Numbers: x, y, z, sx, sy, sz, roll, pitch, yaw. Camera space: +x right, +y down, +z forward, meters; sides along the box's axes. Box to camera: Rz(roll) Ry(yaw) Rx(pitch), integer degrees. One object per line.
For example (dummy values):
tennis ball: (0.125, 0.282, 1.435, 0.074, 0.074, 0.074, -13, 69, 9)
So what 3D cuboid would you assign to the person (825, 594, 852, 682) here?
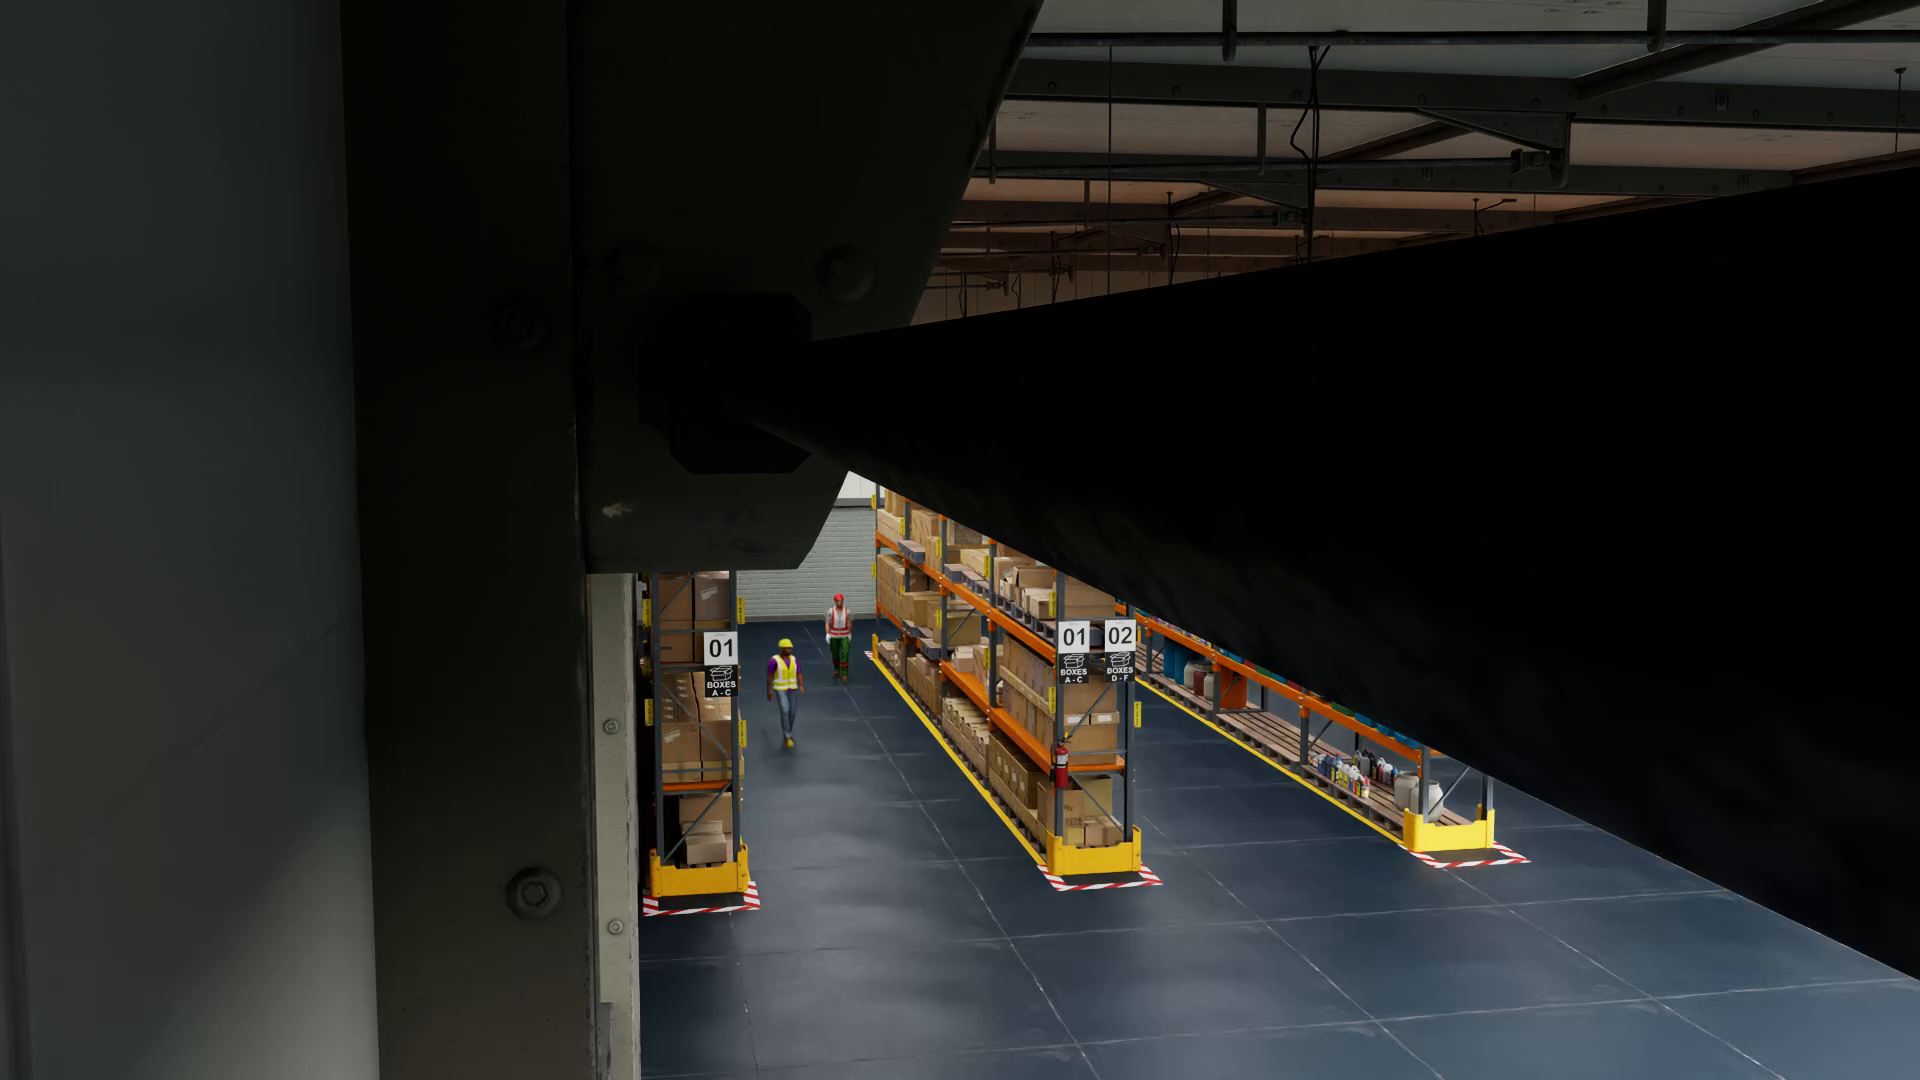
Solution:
person: (-2.465, 1.965, 33.887, 0.556, 1.724, 1.041, -1, 6, -6)

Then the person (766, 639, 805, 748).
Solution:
person: (-2.890, 2.581, 28.200, 0.600, 1.765, 0.782, -4, 7, -34)
